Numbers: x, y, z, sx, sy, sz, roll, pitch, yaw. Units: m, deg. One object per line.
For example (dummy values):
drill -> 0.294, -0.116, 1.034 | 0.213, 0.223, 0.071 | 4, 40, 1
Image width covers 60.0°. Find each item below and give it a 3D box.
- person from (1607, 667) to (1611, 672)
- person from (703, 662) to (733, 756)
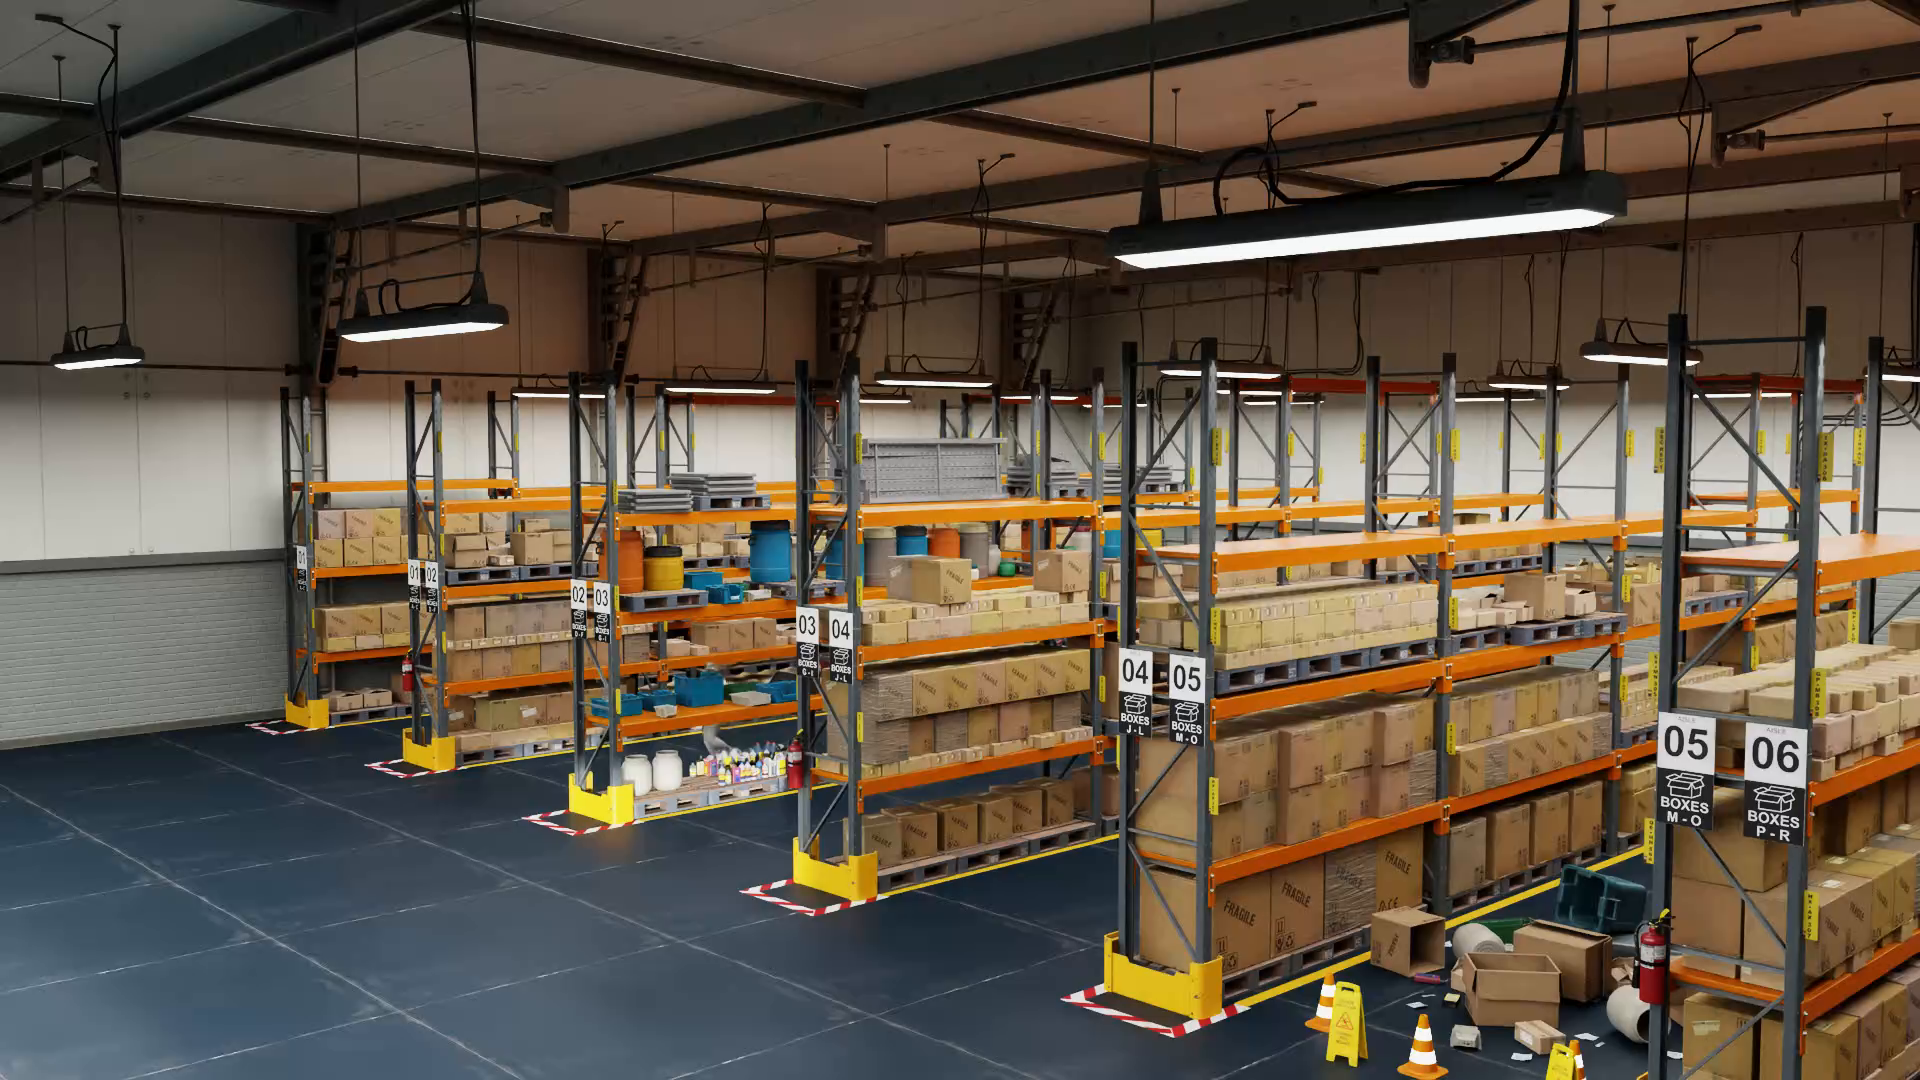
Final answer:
person -> 10.056, 2.746, 25.320 | 0.606, 1.671, 1.012 | 4, 5, 45
person -> -3.824, 2.695, 25.656 | 0.593, 1.661, 0.525 | 4, 5, 44
